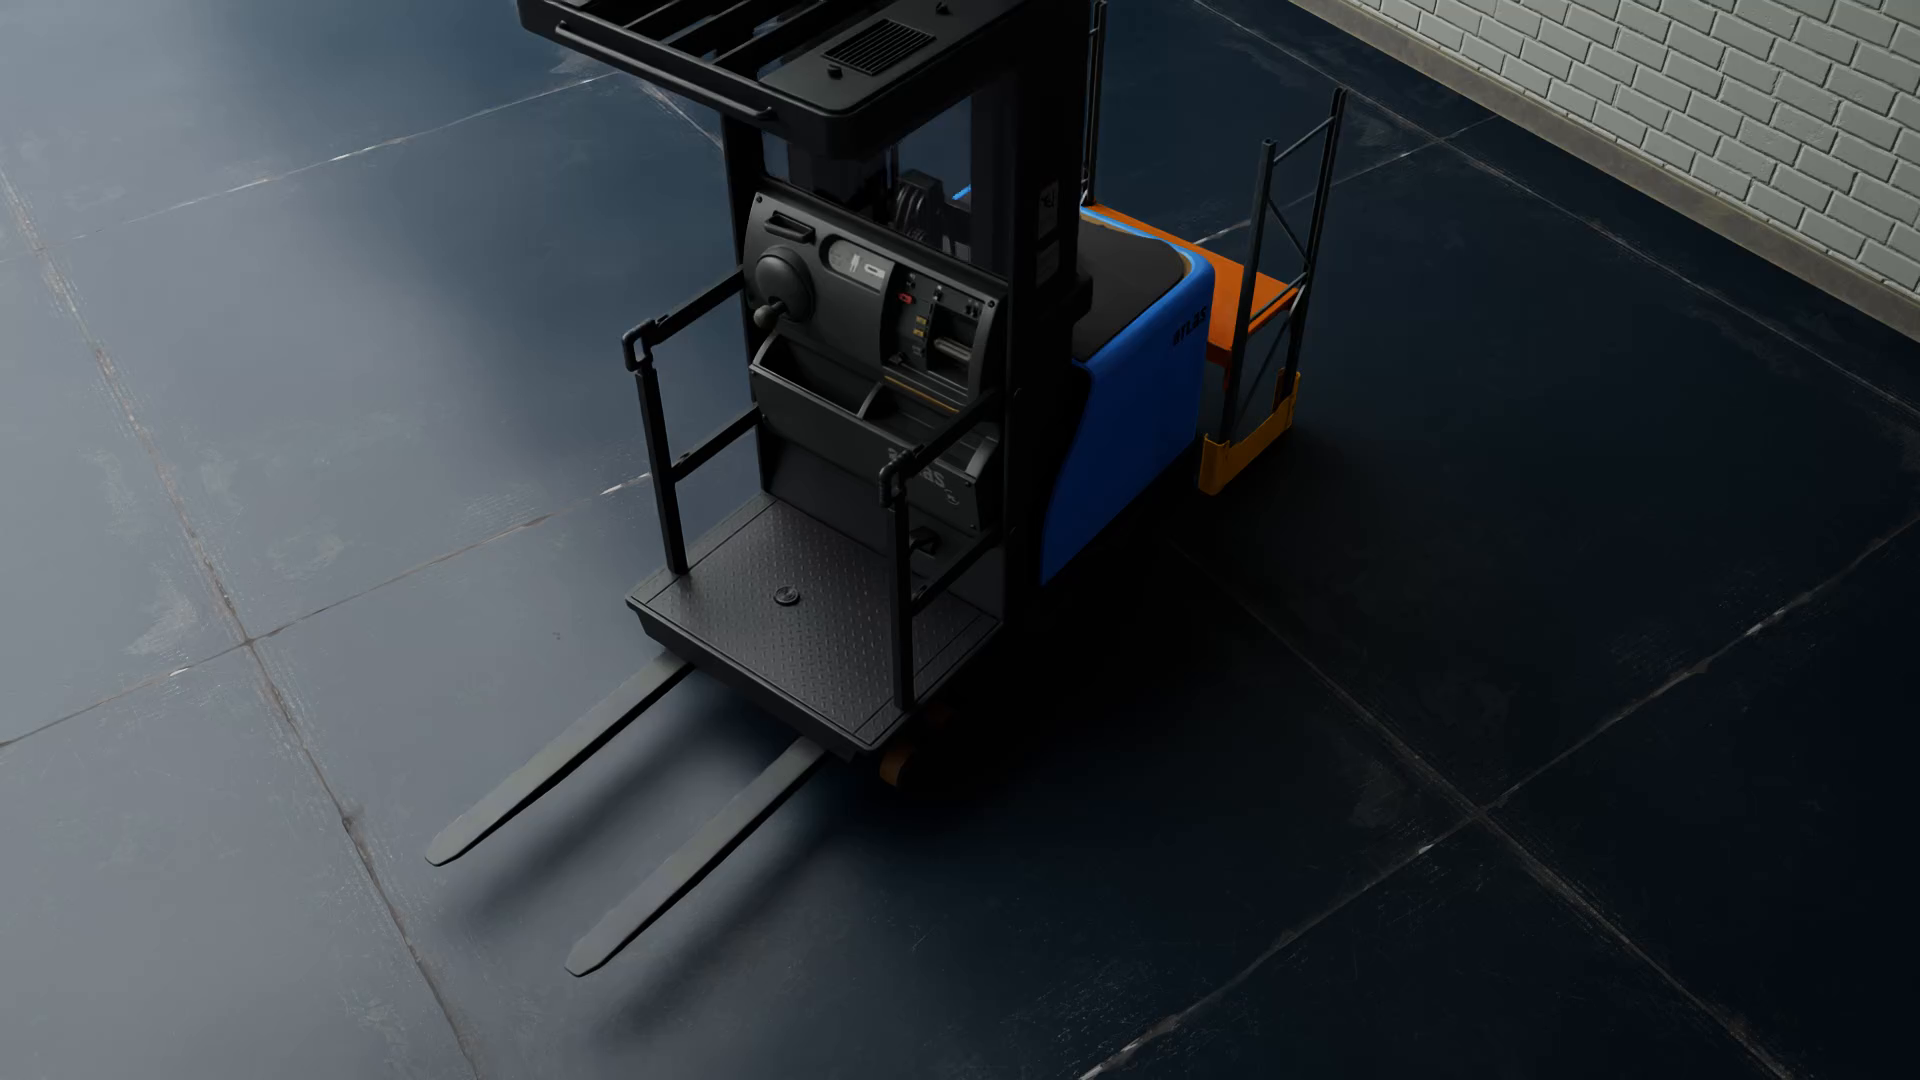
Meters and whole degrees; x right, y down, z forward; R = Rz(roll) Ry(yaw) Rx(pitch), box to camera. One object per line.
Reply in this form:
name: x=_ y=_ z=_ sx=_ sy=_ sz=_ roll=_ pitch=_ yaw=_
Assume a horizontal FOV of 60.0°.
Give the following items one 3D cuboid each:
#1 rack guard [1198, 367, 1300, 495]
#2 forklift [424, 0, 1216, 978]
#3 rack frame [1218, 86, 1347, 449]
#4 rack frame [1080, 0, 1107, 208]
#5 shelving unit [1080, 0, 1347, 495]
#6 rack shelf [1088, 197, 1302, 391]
rack guard: x=1.134 y=-0.430 z=6.515 sx=0.087 sy=0.250 sz=0.587 roll=30 pitch=51 yaw=28
forklift: x=-0.404 y=-0.643 z=4.801 sx=1.130 sy=2.935 sz=3.031 roll=28 pitch=50 yaw=26
rack frame: x=1.153 y=-0.876 z=6.078 sx=0.032 sy=1.500 sz=0.500 roll=30 pitch=51 yaw=28
rack frame: x=0.371 y=-1.325 z=6.548 sx=0.032 sy=1.500 sz=0.500 roll=30 pitch=51 yaw=28
shelving unit: x=0.755 y=-1.105 z=6.317 sx=1.083 sy=1.500 sz=0.587 roll=30 pitch=51 yaw=28
rack shelf: x=0.761 y=-0.970 z=6.436 sx=1.000 sy=0.185 sz=0.538 roll=30 pitch=51 yaw=28
